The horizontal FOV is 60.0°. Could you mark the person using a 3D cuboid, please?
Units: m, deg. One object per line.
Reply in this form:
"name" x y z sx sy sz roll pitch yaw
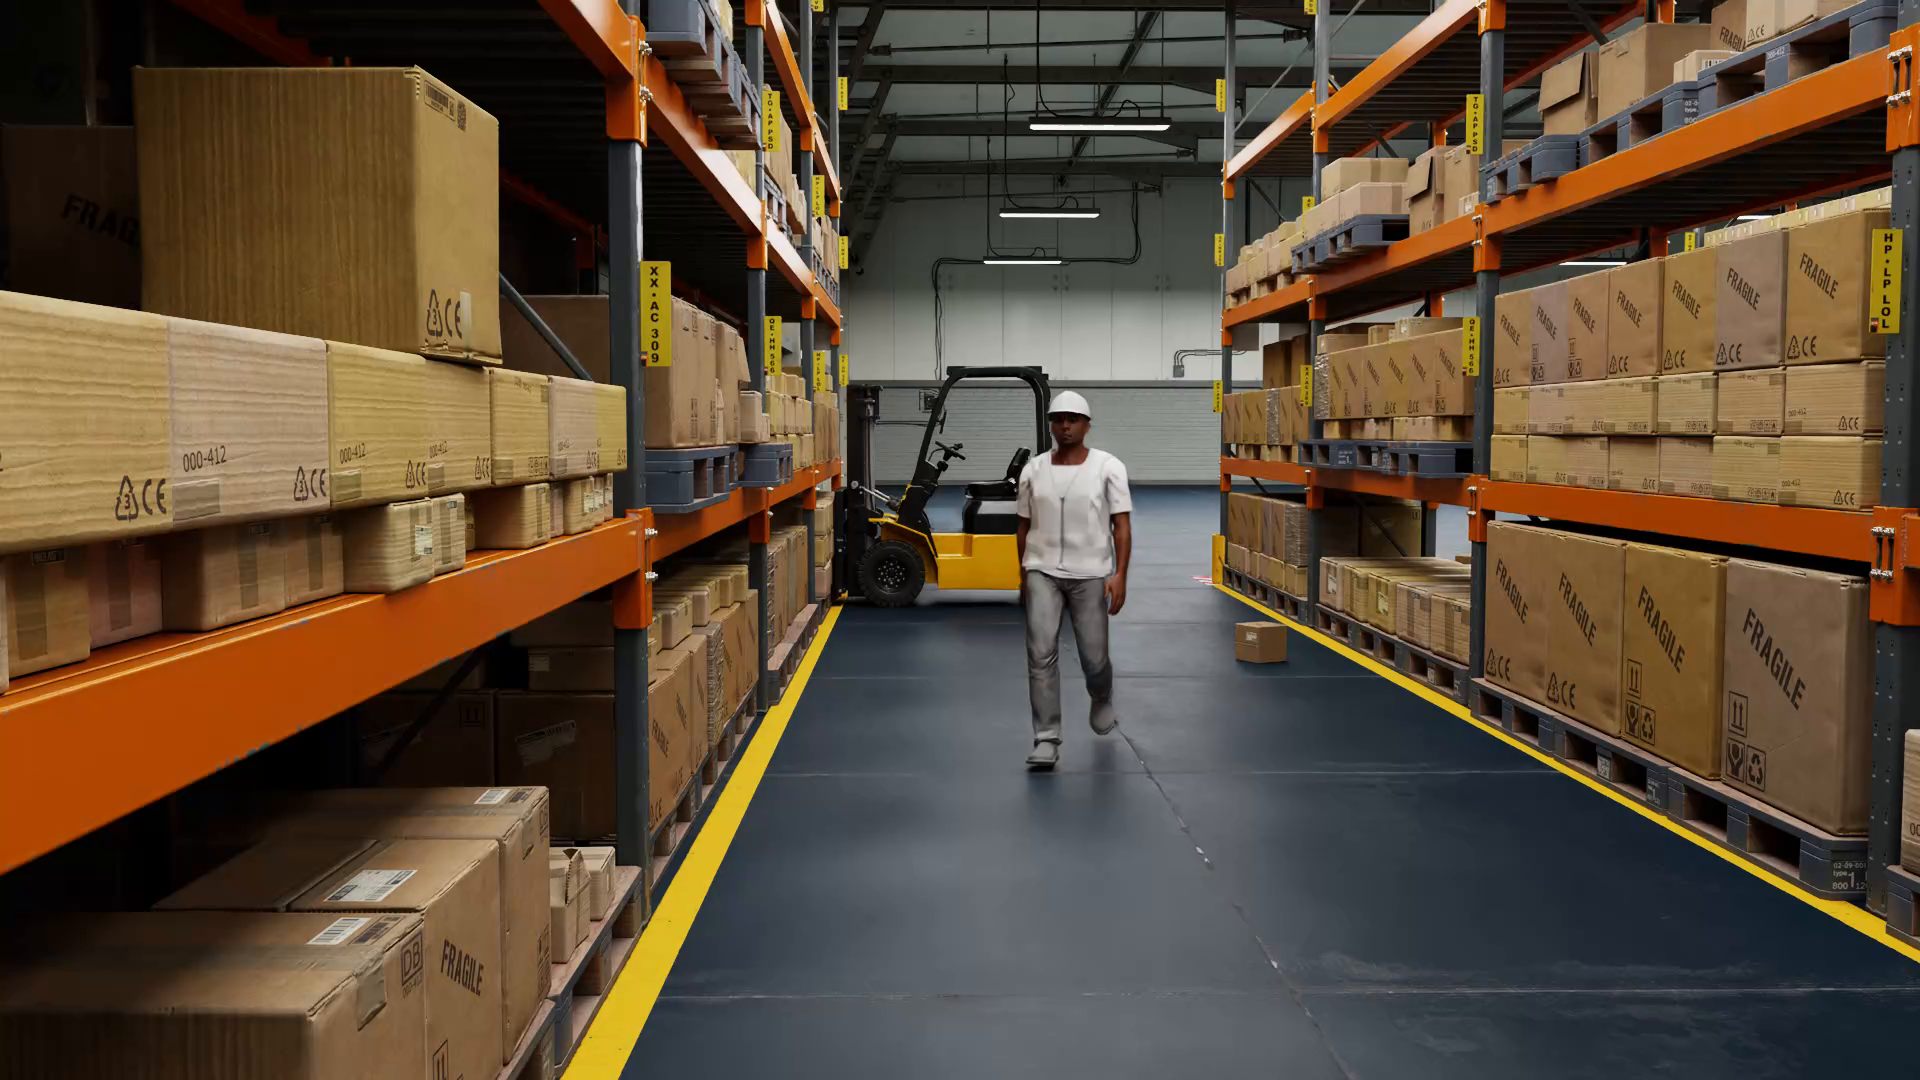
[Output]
"person" 0.539 0.164 7.936 0.569 1.743 0.808 1 4 15
